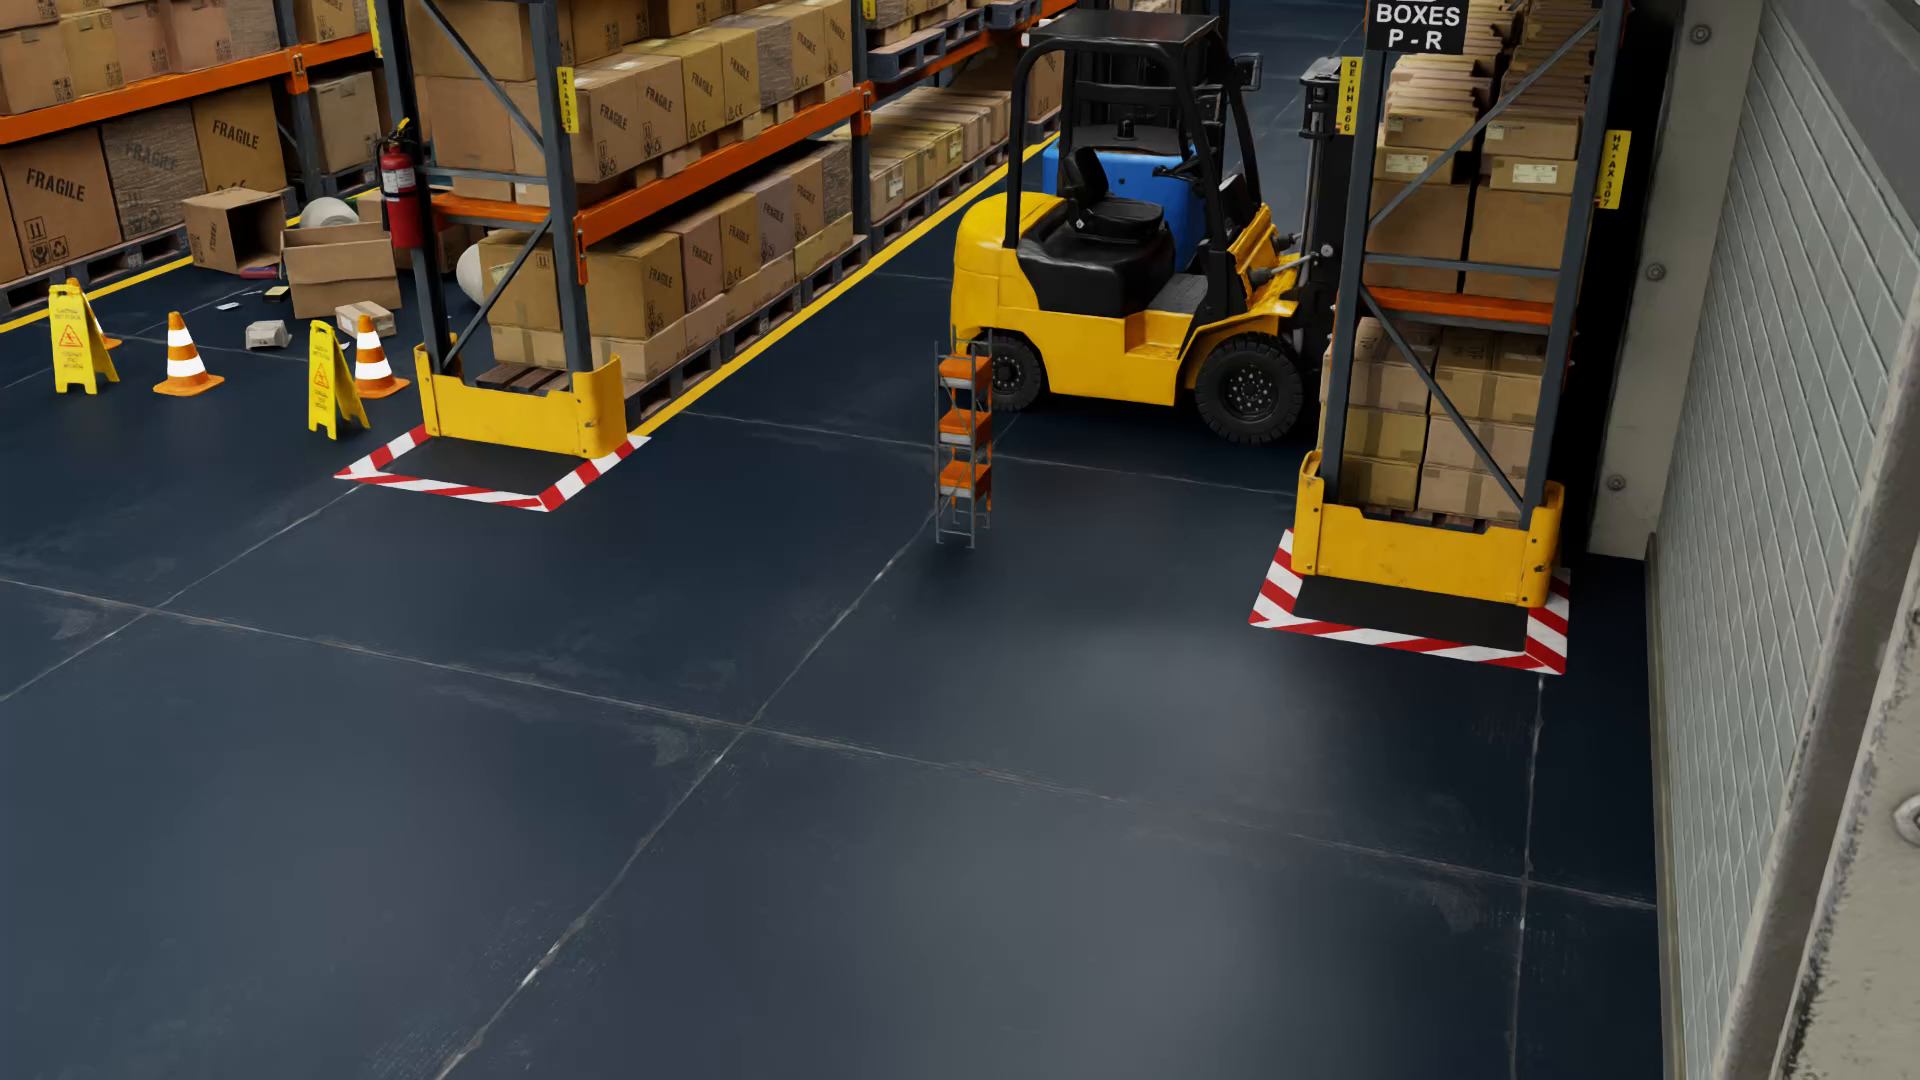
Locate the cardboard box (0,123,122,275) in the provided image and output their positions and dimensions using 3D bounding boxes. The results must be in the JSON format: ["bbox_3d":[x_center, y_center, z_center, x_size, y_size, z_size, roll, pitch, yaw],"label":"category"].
[{"bbox_3d":[-6.745,-2.473,11.871,0.875,0.875,0.875,8,27,17],"label":"cardboard box"}]

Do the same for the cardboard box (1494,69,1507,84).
[{"bbox_3d":[2.964,-2.523,9.904,0.500,0.500,0.500,9,27,18],"label":"cardboard box"}]

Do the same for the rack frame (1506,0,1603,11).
[{"bbox_3d":[3.516,-2.839,10.671,1.000,3.000,0.127,9,27,17],"label":"rack frame"}]

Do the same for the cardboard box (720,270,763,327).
[{"bbox_3d":[-1.621,-1.591,10.767,0.500,0.250,0.500,11,28,21],"label":"cardboard box"}]

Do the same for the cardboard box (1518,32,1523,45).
[{"bbox_3d":[3.926,-3.168,10.949,0.500,0.250,0.500,8,27,17],"label":"cardboard box"}]

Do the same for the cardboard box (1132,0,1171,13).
[{"bbox_3d":[2.103,-6.491,20.672,0.875,0.438,0.875,8,27,16],"label":"cardboard box"}]

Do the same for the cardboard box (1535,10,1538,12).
[{"bbox_3d":[3.974,-3.392,10.954,0.380,0.149,0.250,8,27,16],"label":"cardboard box"}]

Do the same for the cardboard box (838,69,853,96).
[{"bbox_3d":[-0.986,-3.268,11.845,0.380,0.149,0.250,8,27,17],"label":"cardboard box"}]

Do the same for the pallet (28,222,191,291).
[{"bbox_3d":[-6.599,-2.174,12.498,1.003,0.211,1.213,9,27,17],"label":"pallet"}]

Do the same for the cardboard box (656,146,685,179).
[{"bbox_3d":[-1.826,-2.211,9.662,0.380,0.149,0.250,9,27,18],"label":"cardboard box"}]

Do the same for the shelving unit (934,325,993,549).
[{"bbox_3d":[0.018,-0.495,8.067,0.215,1.050,0.252,9,27,17],"label":"shelving unit"}]

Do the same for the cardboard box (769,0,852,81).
[{"bbox_3d":[-1.080,-3.517,11.617,0.500,0.500,0.500,8,27,16],"label":"cardboard box"}]

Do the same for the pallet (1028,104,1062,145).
[{"bbox_3d":[0.498,-4.259,16.804,1.003,0.211,1.213,9,27,17],"label":"pallet"}]

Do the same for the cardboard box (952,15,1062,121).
[{"bbox_3d":[0.473,-4.705,16.483,0.875,0.875,0.875,8,27,17],"label":"cardboard box"}]

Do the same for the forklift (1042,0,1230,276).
[{"bbox_3d":[1.437,-3.547,12.212,1.130,2.935,3.031,7,27,14],"label":"forklift"}]

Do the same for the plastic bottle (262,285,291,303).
[{"bbox_3d":[-4.833,-1.751,11.796,0.133,0.061,0.283,0,26,-1],"label":"plastic bottle"}]

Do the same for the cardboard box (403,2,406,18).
[{"bbox_3d":[-5.103,-4.868,14.748,0.500,0.500,0.500,9,27,17],"label":"cardboard box"}]

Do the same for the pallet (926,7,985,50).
[{"bbox_3d":[-0.455,-4.295,13.899,1.003,0.211,1.213,9,27,17],"label":"pallet"}]

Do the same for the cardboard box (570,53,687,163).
[{"bbox_3d":[-1.909,-2.460,9.433,0.500,0.500,0.500,10,27,19],"label":"cardboard box"}]

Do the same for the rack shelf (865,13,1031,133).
[{"bbox_3d":[-0.501,-4.055,14.009,1.077,0.370,4.000,9,27,17],"label":"rack shelf"}]

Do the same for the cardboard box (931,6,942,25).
[{"bbox_3d":[-0.362,-4.244,13.380,0.380,0.149,0.250,9,27,18],"label":"cardboard box"}]

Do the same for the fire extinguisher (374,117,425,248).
[{"bbox_3d":[-2.970,-1.898,8.818,0.296,0.674,0.183,9,27,17],"label":"fire extinguisher"}]

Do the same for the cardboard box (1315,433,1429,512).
[{"bbox_3d":[2.043,-0.385,8.277,0.500,0.250,0.500,9,27,18],"label":"cardboard box"}]

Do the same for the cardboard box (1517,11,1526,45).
[{"bbox_3d":[3.778,-3.657,11.959,0.500,0.250,0.500,9,27,18],"label":"cardboard box"}]

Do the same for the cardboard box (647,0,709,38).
[{"bbox_3d":[-1.988,-3.400,10.227,0.700,0.500,0.500,9,27,17],"label":"cardboard box"}]

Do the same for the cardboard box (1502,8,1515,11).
[{"bbox_3d":[3.489,-3.457,11.089,0.380,0.149,0.250,8,27,17],"label":"cardboard box"}]

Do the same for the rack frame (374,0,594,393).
[{"bbox_3d":[-2.497,-1.913,8.760,1.000,3.000,0.127,9,27,17],"label":"rack frame"}]

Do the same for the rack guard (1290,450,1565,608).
[{"bbox_3d":[2.177,-0.060,7.801,1.175,0.500,0.348,9,27,17],"label":"rack guard"}]

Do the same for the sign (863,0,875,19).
[{"bbox_3d":[-0.652,-3.871,11.810,0.100,0.325,0.005,9,27,17],"label":"sign"}]

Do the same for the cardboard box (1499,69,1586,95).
[{"bbox_3d":[2.852,-2.198,8.146,0.380,0.149,0.250,10,27,19],"label":"cardboard box"}]

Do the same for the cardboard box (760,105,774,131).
[{"bbox_3d":[-1.434,-2.749,10.774,0.380,0.149,0.250,8,27,17],"label":"cardboard box"}]

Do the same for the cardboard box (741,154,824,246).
[{"bbox_3d":[-1.278,-2.355,11.484,0.500,0.500,0.500,9,27,18],"label":"cardboard box"}]

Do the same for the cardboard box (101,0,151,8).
[{"bbox_3d":[-6.406,-4.196,12.062,0.875,0.550,0.550,9,27,17],"label":"cardboard box"}]

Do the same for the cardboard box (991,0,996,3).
[{"bbox_3d":[0.124,-4.775,14.477,0.380,0.149,0.250,7,27,15],"label":"cardboard box"}]

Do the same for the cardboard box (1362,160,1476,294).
[{"bbox_3d":[2.101,-1.480,7.751,0.500,0.500,0.500,8,27,16],"label":"cardboard box"}]

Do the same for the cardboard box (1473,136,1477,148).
[{"bbox_3d":[2.330,-2.022,8.126,0.380,0.149,0.250,9,27,17],"label":"cardboard box"}]

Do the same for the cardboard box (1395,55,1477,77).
[{"bbox_3d":[2.435,-2.383,8.529,0.380,0.149,0.250,9,27,18],"label":"cardboard box"}]

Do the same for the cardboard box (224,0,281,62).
[{"bbox_3d":[-5.979,-4.148,13.202,0.875,0.550,0.550,9,27,17],"label":"cardboard box"}]

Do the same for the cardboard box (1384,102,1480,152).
[{"bbox_3d":[2.105,-1.844,7.415,0.380,0.149,0.250,9,27,18],"label":"cardboard box"}]

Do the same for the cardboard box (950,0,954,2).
[{"bbox_3d":[-0.235,-4.696,13.569,0.500,0.500,0.500,8,27,15],"label":"cardboard box"}]

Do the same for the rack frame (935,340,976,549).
[{"bbox_3d":[-0.023,-0.444,7.963,0.200,1.050,0.008,9,27,17],"label":"rack frame"}]

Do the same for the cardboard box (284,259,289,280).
[{"bbox_3d":[-4.703,-2.029,12.137,0.396,0.266,0.258,14,29,26],"label":"cardboard box"}]

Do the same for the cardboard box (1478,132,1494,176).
[{"bbox_3d":[2.564,-1.745,7.552,0.380,0.149,0.250,9,27,17],"label":"cardboard box"}]

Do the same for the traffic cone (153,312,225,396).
[{"bbox_3d":[-4.731,-1.157,10.108,0.336,0.463,0.334,9,27,17],"label":"traffic cone"}]

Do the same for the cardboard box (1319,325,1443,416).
[{"bbox_3d":[2.044,-0.831,8.050,0.500,0.250,0.500,10,27,19],"label":"cardboard box"}]

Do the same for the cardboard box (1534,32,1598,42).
[{"bbox_3d":[3.367,-2.711,9.207,0.380,0.149,0.250,8,27,17],"label":"cardboard box"}]

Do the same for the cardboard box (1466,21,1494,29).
[{"bbox_3d":[2.869,-2.904,9.606,0.380,0.149,0.250,9,27,19],"label":"cardboard box"}]

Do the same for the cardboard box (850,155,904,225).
[{"bbox_3d":[-0.994,-2.779,13.082,0.950,0.372,0.625,9,27,18],"label":"cardboard box"}]

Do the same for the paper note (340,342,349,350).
[{"bbox_3d":[-4.060,-1.254,10.805,0.148,0.019,0.142,0,26,-1],"label":"paper note"}]
